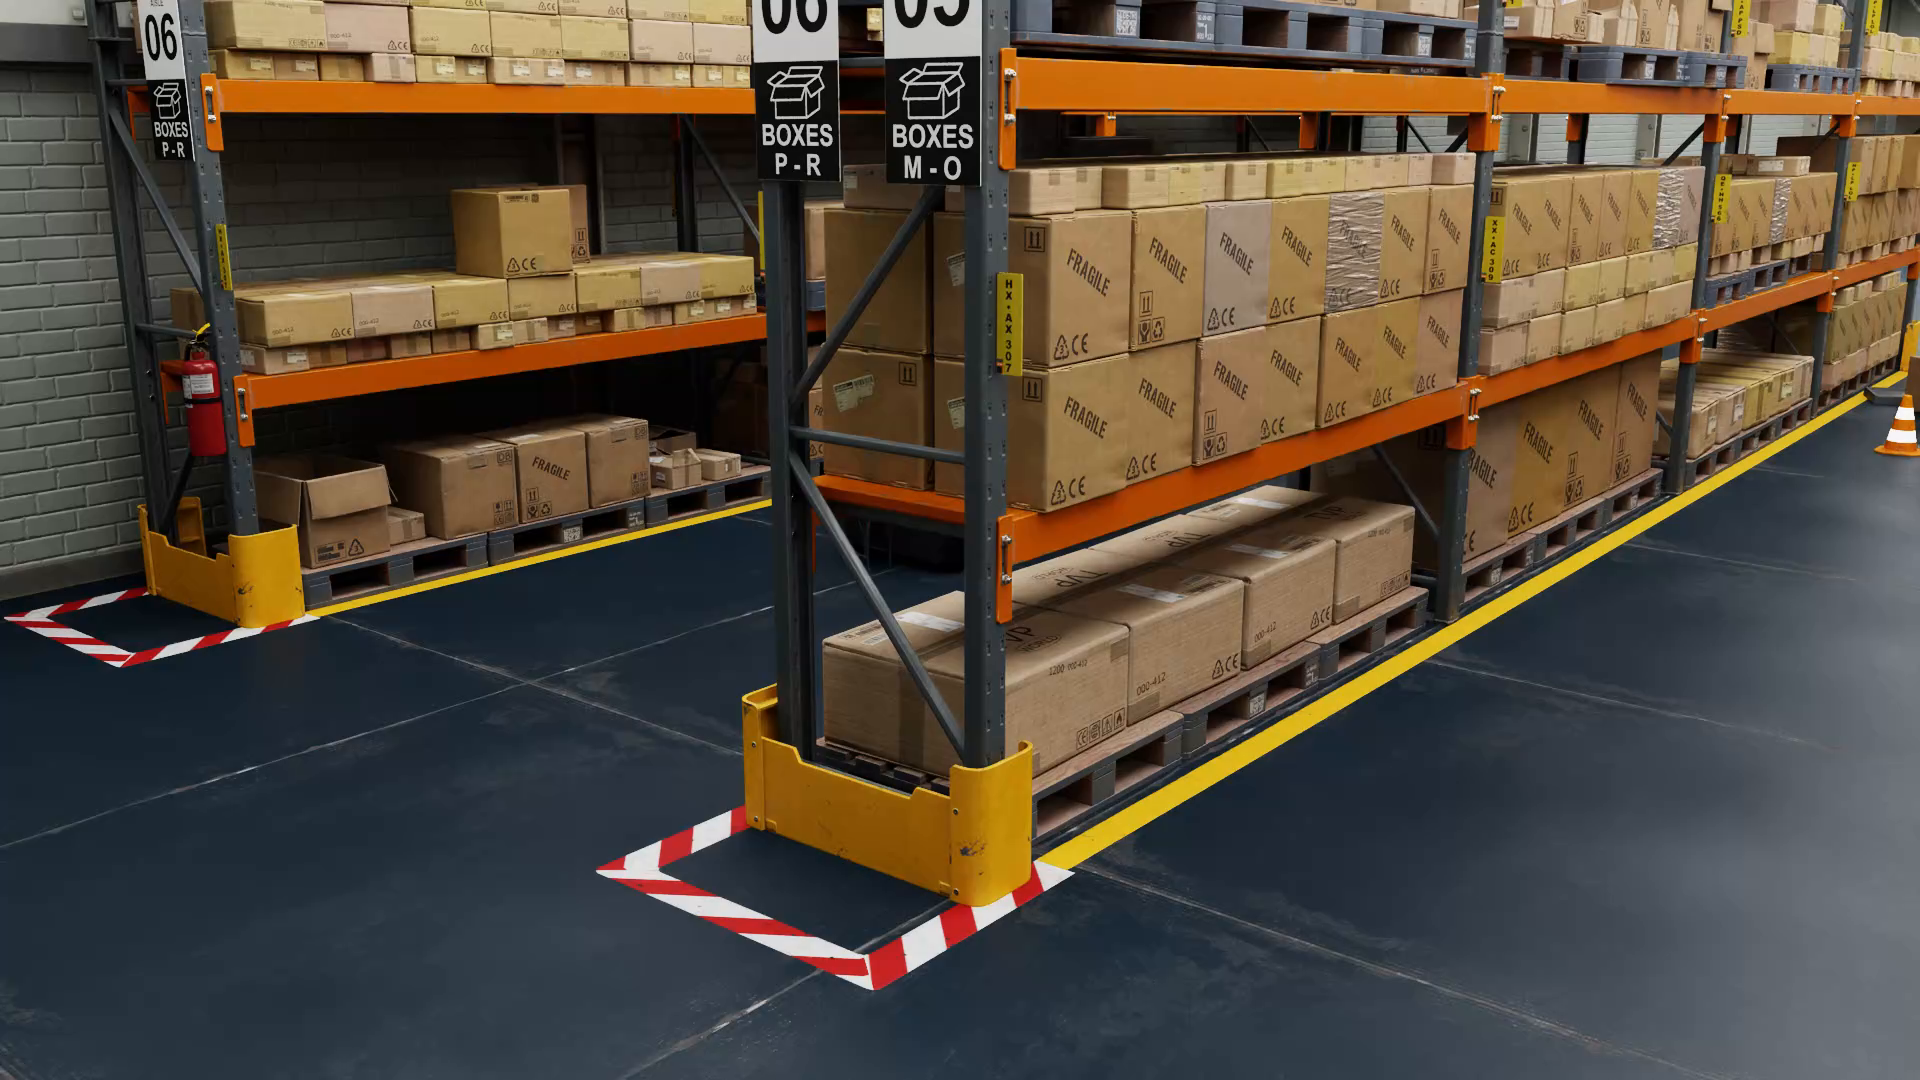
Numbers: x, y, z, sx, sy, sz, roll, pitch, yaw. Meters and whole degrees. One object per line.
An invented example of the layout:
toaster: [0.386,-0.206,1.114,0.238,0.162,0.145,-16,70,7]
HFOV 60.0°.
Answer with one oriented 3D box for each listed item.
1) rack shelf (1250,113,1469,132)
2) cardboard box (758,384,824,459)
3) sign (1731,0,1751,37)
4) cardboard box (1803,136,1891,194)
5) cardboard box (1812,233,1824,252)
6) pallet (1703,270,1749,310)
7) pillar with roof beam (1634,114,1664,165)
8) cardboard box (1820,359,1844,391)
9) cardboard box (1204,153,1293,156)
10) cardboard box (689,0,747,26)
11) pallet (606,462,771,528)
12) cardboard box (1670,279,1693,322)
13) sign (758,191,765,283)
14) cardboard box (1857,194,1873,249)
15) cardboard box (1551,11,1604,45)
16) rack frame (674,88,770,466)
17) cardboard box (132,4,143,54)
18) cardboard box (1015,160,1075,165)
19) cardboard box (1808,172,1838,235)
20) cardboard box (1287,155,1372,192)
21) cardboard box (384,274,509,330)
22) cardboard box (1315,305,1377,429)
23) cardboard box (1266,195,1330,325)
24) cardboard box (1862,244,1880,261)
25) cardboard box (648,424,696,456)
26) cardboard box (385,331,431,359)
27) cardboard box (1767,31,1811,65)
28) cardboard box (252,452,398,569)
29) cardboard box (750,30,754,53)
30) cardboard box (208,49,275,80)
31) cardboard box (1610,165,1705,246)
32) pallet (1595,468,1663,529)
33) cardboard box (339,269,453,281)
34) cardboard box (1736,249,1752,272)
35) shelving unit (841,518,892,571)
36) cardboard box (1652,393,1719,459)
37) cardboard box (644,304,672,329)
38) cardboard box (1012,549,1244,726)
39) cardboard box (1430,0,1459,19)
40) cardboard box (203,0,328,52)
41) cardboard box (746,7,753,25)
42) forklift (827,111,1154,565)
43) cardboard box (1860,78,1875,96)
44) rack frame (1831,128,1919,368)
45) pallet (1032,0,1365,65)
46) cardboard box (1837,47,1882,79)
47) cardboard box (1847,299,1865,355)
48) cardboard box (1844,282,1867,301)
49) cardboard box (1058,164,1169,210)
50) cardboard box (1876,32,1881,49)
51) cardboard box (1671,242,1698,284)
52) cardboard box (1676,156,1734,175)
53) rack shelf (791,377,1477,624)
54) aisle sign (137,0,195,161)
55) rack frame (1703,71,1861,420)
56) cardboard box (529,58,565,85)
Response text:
rack shelf: [4.667,-4.874,19.085,1.077,0.370,4.000,11,18,38]
cardboard box: [-1.139,-0.903,12.311,0.500,0.500,0.500,12,19,40]
sign: [5.186,-3.507,11.035,0.100,0.325,0.005,11,18,38]
cardboard box: [8.057,-3.441,15.236,0.700,0.500,0.500,11,18,38]
cardboard box: [7.165,-2.559,14.260,0.380,0.149,0.250,12,18,38]
pallet: [5.125,-1.912,12.447,1.213,0.211,1.003,11,18,38]
pillar with roof beam: [15.676,-8.697,26.583,9.100,9.000,0.400,11,18,38]
cardboard box: [7.854,-1.560,15.404,0.500,0.250,0.500,10,17,35]
cardboard box: [1.365,-1.768,7.940,0.380,0.149,0.250,11,18,37]
cardboard box: [-1.748,-3.487,10.851,0.500,0.250,0.500,11,18,38]
pallet: [-2.050,-0.371,11.653,1.003,0.211,1.213,11,18,38]
cardboard box: [4.644,-1.642,11.301,0.500,0.250,0.500,10,18,36]
sign: [-0.682,-1.083,5.960,0.100,0.325,0.005,11,18,38]
cardboard box: [8.064,-2.952,15.343,0.500,0.500,0.500,11,18,37]
cardboard box: [3.313,-2.818,9.155,0.380,0.166,0.250,10,17,34]
rack frame: [-1.618,-1.854,11.827,1.000,3.000,0.127,11,18,38]
cardboard box: [-4.064,-2.740,8.925,0.500,0.250,0.500,11,18,37]
cardboard box: [0.229,-1.424,6.585,0.380,0.149,0.250,12,18,39]
cardboard box: [7.162,-2.890,14.248,0.500,0.500,0.500,11,18,37]
cardboard box: [1.610,-1.641,7.438,0.380,0.149,0.250,11,18,37]
cardboard box: [-3.004,-1.398,9.736,0.500,0.250,0.500,11,18,36]
cardboard box: [1.529,-0.808,7.509,0.500,0.500,0.500,11,18,37]
cardboard box: [1.204,-1.197,7.007,0.500,0.500,0.500,11,18,38]
cardboard box: [8.532,-2.751,15.869,0.380,0.149,0.250,11,18,38]
cardboard box: [-2.217,-0.664,11.752,0.500,0.311,0.500,12,19,39]
cardboard box: [-3.243,-1.137,9.516,0.380,0.149,0.250,12,19,39]
cardboard box: [6.376,-3.875,13.144,0.500,0.250,0.500,12,18,38]
cardboard box: [-3.674,-0.184,9.471,0.797,0.503,0.637,10,18,35]
cardboard box: [-1.481,-3.506,11.695,0.380,0.149,0.250,11,18,37]
cardboard box: [-3.750,-2.445,8.572,0.380,0.149,0.250,12,18,39]
cardboard box: [4.638,-2.246,11.137,0.500,0.500,0.500,11,18,36]
pallet: [4.205,-0.361,11.617,1.003,0.211,1.213,11,18,38]
cardboard box: [-3.409,-1.481,10.060,0.500,0.250,0.500,12,19,39]
cardboard box: [5.709,-2.111,12.498,0.380,0.149,0.250,11,18,38]
shelving unit: [-0.564,-0.435,9.897,0.258,1.200,0.189,13,19,41]
cardboard box: [5.122,-0.889,12.513,0.950,0.372,0.625,10,17,34]
cardboard box: [-2.099,-1.479,10.862,0.380,0.149,0.250,12,18,39]
cardboard box: [0.637,0.400,7.308,0.875,0.438,0.875,12,18,39]
cardboard box: [2.093,-2.555,7.713,0.396,0.266,0.258,12,19,39]
cardboard box: [-3.640,-2.655,8.592,0.500,0.250,0.500,11,18,37]
cardboard box: [-1.520,-3.657,11.685,0.380,0.149,0.250,11,18,37]
forklift: [0.540,-1.563,10.823,1.130,2.935,3.031,13,19,41]
cardboard box: [7.870,-4.013,14.746,0.380,0.149,0.250,11,18,38]
rack frame: [9.788,-3.384,17.853,1.000,3.000,0.127,11,18,38]
pallet: [0.956,-2.109,6.922,1.003,0.211,1.213,11,18,38]
cardboard box: [7.763,-4.185,14.615,0.500,0.250,0.500,11,18,36]
cardboard box: [8.182,-2.028,15.723,0.500,0.500,0.500,12,19,40]
cardboard box: [8.301,-2.351,15.678,0.380,0.149,0.250,12,19,40]
cardboard box: [0.532,-1.286,6.041,0.380,0.149,0.250,12,19,39]
cardboard box: [7.866,-4.401,14.653,0.380,0.149,0.250,12,19,39]
cardboard box: [4.653,-1.890,11.259,0.500,0.250,0.500,11,18,37]
cardboard box: [6.100,-3.069,13.636,0.380,0.149,0.250,13,19,41]
rack shelf: [0.988,-0.354,7.387,1.077,0.370,4.000,11,18,38]
aisle sign: [-3.946,-2.289,8.261,0.394,0.787,0.004,11,18,38]
rack frame: [7.273,-2.618,14.837,1.000,3.000,0.127,11,18,38]
cardboard box: [-2.559,-2.772,9.859,0.380,0.149,0.250,12,18,39]
